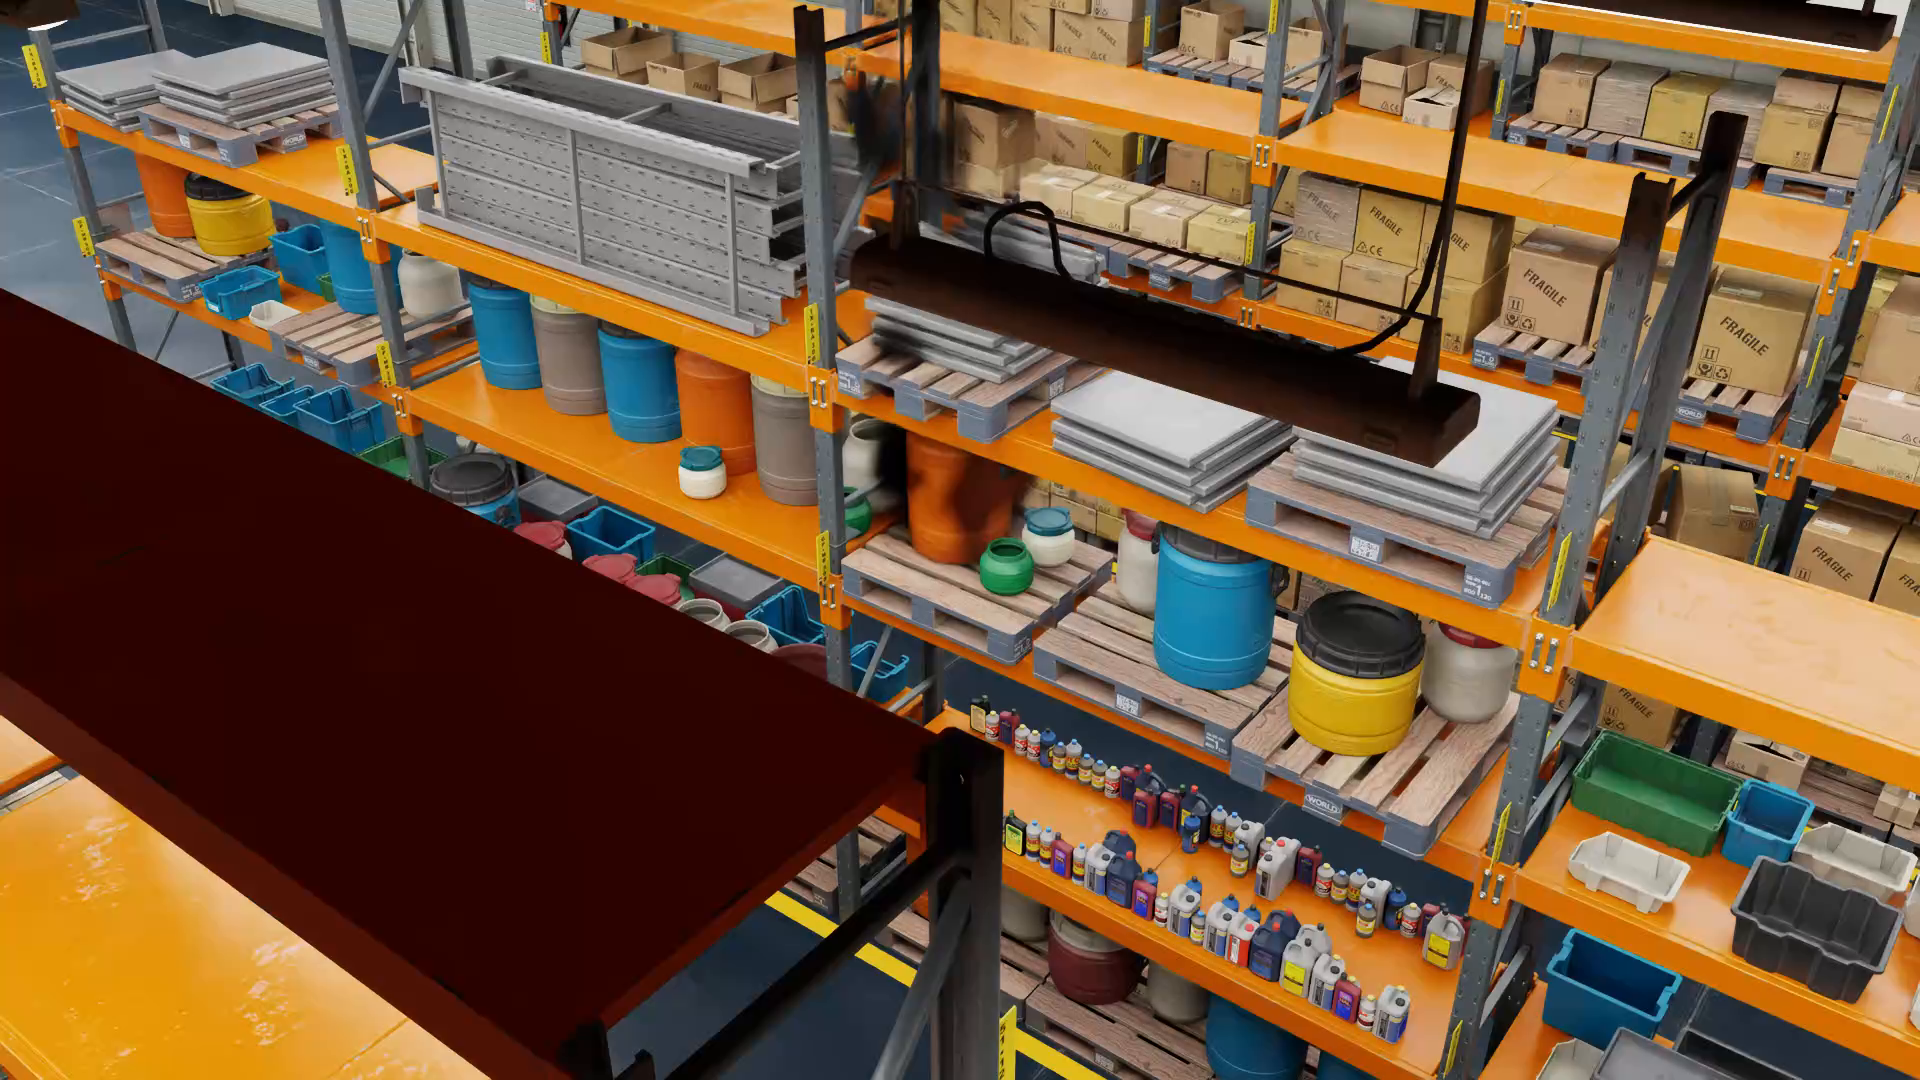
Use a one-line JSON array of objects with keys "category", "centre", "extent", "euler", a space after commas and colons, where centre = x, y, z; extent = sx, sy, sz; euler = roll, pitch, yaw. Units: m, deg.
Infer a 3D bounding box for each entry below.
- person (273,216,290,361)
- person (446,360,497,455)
[{"category": "person", "centre": [-7.285, -2.757, 18.240], "extent": [0.627, 1.646, 0.576], "euler": [-9, 33, -15]}, {"category": "person", "centre": [-4.321, -0.890, 15.008], "extent": [0.989, 1.791, 0.682], "euler": [21, 37, 31]}]
